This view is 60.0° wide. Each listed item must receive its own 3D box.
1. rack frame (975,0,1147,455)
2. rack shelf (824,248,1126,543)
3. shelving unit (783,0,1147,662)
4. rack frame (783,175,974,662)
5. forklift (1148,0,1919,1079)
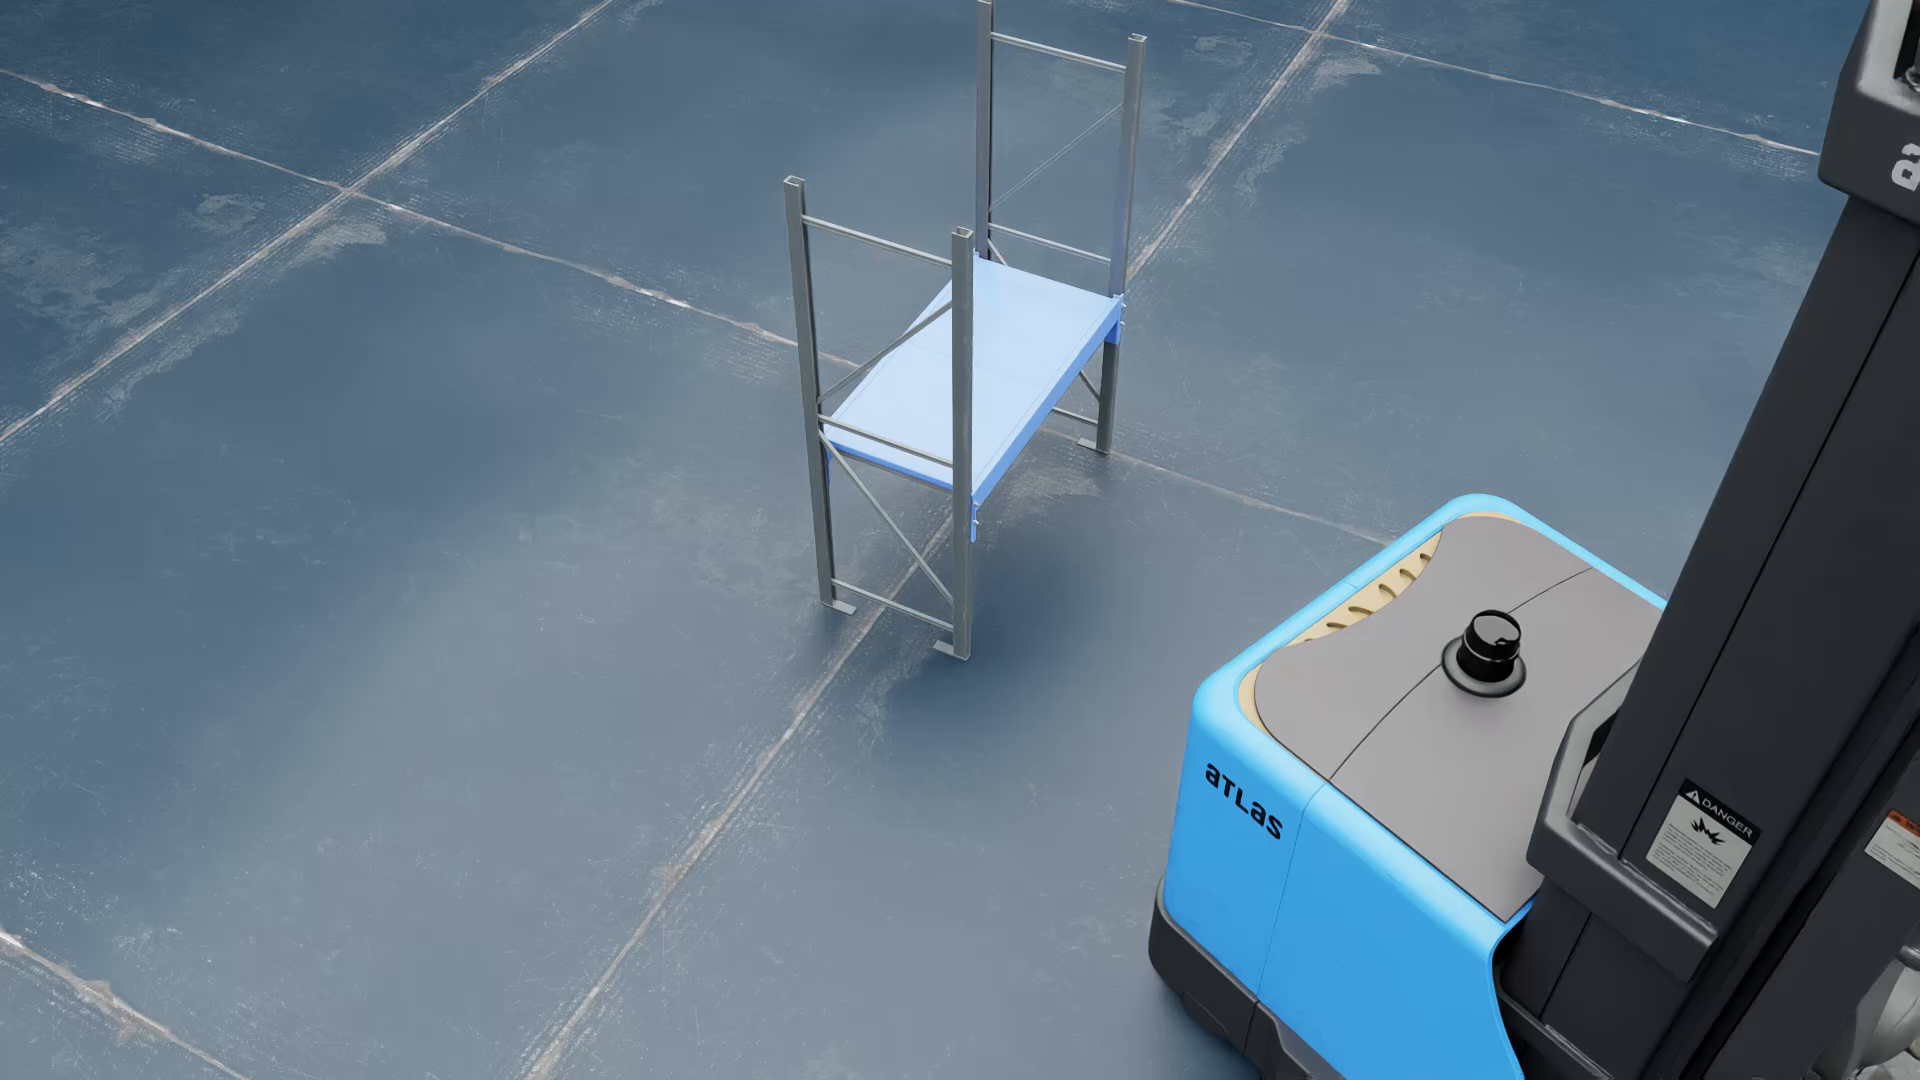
[{"bbox_3d":[0.276,-0.901,5.086,0.500,1.500,0.032,20,49,19],"label":"rack frame"},{"bbox_3d":[0.040,-0.455,4.898,0.538,0.185,1.000,20,49,19],"label":"rack shelf"},{"bbox_3d":[0.040,-0.581,4.770,0.538,1.500,1.048,20,49,19],"label":"shelving unit"},{"bbox_3d":[-0.196,-0.261,4.453,0.500,1.500,0.032,20,49,19],"label":"rack frame"},{"bbox_3d":[1.809,0.610,2.587,1.130,2.935,3.031,-31,53,-27],"label":"forklift"}]
